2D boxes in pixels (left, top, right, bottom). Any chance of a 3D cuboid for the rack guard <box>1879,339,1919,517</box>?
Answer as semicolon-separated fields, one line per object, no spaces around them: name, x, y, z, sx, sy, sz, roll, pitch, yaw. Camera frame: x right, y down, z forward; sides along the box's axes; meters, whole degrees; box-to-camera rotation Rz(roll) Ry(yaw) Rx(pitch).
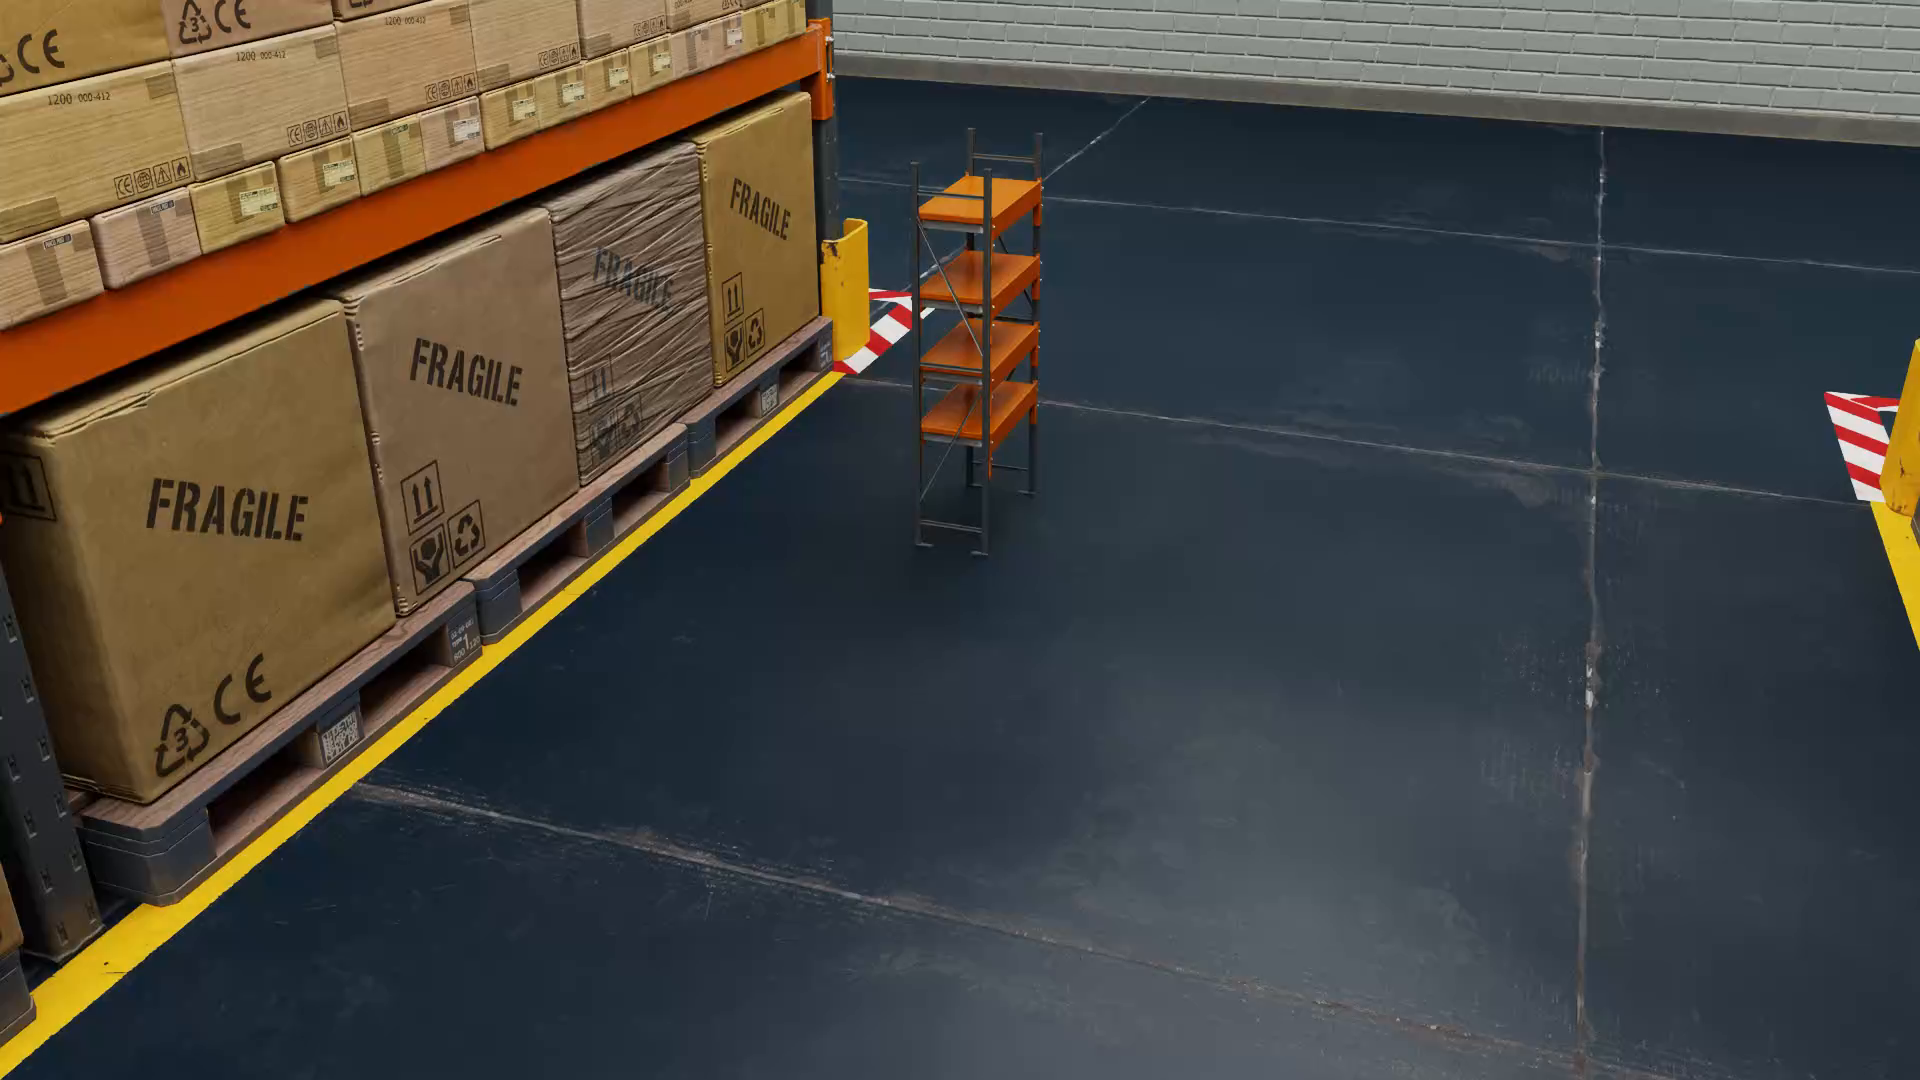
rack guard;3.643;-0.293;5.282;1.175;0.500;0.348;9;27;17

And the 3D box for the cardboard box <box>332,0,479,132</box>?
cardboard box;-1.566;-1.205;4.128;0.500;0.250;0.500;9;27;19

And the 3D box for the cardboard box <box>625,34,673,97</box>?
cardboard box;-1.122;-1.483;5.160;0.380;0.149;0.250;8;27;16

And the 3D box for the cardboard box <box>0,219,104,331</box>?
cardboard box;-1.894;-0.527;3.184;0.380;0.149;0.250;9;27;18

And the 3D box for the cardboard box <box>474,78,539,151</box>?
cardboard box;-1.377;-1.168;4.508;0.380;0.149;0.250;8;27;16

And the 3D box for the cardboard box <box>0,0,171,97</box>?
cardboard box;-1.906;-1.130;3.113;0.500;0.500;0.500;9;27;17

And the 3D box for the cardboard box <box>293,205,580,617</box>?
cardboard box;-1.712;-0.429;4.650;0.875;0.875;0.875;9;27;17

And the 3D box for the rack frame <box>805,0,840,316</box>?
rack frame;-0.975;-2.210;6.373;1.000;3.000;0.127;9;27;17

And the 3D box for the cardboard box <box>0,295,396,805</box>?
cardboard box;-2.011;-0.059;3.886;0.875;0.875;0.875;9;27;17

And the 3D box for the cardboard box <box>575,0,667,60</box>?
cardboard box;-1.225;-1.622;4.988;0.500;0.250;0.500;8;27;16

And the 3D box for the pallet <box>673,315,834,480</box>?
pallet;-1.168;-0.615;6.279;1.003;0.211;1.213;9;27;17

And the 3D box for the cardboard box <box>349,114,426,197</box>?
cardboard box;-1.549;-0.957;4.072;0.380;0.149;0.250;8;27;17

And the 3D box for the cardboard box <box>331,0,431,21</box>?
cardboard box;-1.566;-1.546;3.971;0.500;0.500;0.500;8;27;16

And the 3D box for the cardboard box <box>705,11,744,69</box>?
cardboard box;-0.953;-1.693;5.592;0.380;0.149;0.250;9;27;18

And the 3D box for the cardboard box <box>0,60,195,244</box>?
cardboard box;-1.903;-0.788;3.266;0.500;0.250;0.500;8;27;16

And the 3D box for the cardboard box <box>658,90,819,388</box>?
cardboard box;-1.113;-1.169;6.178;0.875;0.875;0.875;9;27;17

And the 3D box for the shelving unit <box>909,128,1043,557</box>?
shelving unit;0.055;-0.608;5.129;0.258;1.200;0.503;9;27;17

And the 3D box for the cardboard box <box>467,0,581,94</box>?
cardboard box;-1.394;-1.407;4.545;0.500;0.250;0.500;9;27;18

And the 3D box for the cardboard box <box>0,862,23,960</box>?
cardboard box;-2.501;0.467;2.800;1.225;0.875;0.875;9;27;18

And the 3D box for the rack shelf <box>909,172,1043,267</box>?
rack shelf;0.055;-0.962;4.958;0.258;0.148;0.480;9;27;17

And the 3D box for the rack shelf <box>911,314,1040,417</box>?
rack shelf;0.055;-0.548;5.158;0.258;0.148;0.480;9;27;17

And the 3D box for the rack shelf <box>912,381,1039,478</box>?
rack shelf;0.055;-0.369;5.245;0.258;0.148;0.480;9;27;17

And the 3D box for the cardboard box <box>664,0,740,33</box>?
cardboard box;-1.056;-1.831;5.420;0.500;0.250;0.500;8;27;17

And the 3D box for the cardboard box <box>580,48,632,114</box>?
cardboard box;-1.208;-1.377;4.939;0.380;0.149;0.250;9;27;18

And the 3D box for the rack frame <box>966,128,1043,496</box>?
rack frame;0.136;-0.708;5.336;0.240;1.200;0.015;9;27;17

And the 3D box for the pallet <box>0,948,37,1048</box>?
pallet;-2.492;1.016;2.908;1.003;0.211;1.213;9;27;17

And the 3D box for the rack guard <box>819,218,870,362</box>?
rack guard;-0.967;-1.095;6.938;1.175;0.500;0.348;9;27;17

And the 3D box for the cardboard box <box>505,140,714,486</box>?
cardboard box;-1.416;-0.795;5.405;0.875;0.875;0.875;9;27;17

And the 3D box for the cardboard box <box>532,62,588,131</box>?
cardboard box;-1.292;-1.275;4.730;0.380;0.149;0.250;9;27;18

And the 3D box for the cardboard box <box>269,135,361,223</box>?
cardboard box;-1.634;-0.851;3.855;0.380;0.149;0.250;8;27;16

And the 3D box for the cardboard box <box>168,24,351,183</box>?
cardboard box;-1.733;-0.992;3.687;0.500;0.250;0.500;9;27;17

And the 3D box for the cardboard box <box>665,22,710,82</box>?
cardboard box;-1.037;-1.590;5.381;0.380;0.149;0.250;9;27;18

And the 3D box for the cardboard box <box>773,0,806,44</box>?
cardboard box;-0.783;-1.903;6.027;0.380;0.149;0.250;9;27;18

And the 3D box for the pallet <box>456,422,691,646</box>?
pallet;-1.575;-0.116;5.247;1.003;0.211;1.213;9;27;17

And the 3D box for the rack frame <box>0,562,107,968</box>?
rack frame;-2.307;-0.567;2.978;1.000;3.000;0.127;9;27;17

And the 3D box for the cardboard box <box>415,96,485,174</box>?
cardboard box;-1.464;-1.060;4.285;0.380;0.149;0.250;9;27;18

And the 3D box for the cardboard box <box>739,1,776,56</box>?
cardboard box;-0.868;-1.796;5.806;0.380;0.149;0.250;9;27;18

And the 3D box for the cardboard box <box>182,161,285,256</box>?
cardboard box;-1.720;-0.743;3.631;0.380;0.149;0.250;10;27;19

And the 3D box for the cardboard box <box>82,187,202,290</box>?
cardboard box;-1.807;-0.635;3.407;0.380;0.149;0.250;8;27;16

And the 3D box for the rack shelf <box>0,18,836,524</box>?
rack shelf;-1.641;-1.065;4.832;1.077;0.370;4.000;9;27;17

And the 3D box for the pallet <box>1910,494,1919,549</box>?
pallet;3.339;0.165;4.666;1.003;0.211;1.213;9;27;17

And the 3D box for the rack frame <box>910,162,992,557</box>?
rack frame;-0.026;-0.508;4.922;0.240;1.200;0.015;9;27;17

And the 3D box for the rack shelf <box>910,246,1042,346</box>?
rack shelf;0.055;-0.749;5.061;0.258;0.148;0.480;9;27;17

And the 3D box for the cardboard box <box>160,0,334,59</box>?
cardboard box;-1.735;-1.332;3.528;0.500;0.500;0.500;9;27;17

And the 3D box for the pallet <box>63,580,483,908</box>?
pallet;-1.980;0.387;4.208;1.003;0.211;1.213;9;27;17

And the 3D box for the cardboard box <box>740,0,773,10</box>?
cardboard box;-0.886;-2.039;5.850;0.500;0.250;0.500;8;27;17
